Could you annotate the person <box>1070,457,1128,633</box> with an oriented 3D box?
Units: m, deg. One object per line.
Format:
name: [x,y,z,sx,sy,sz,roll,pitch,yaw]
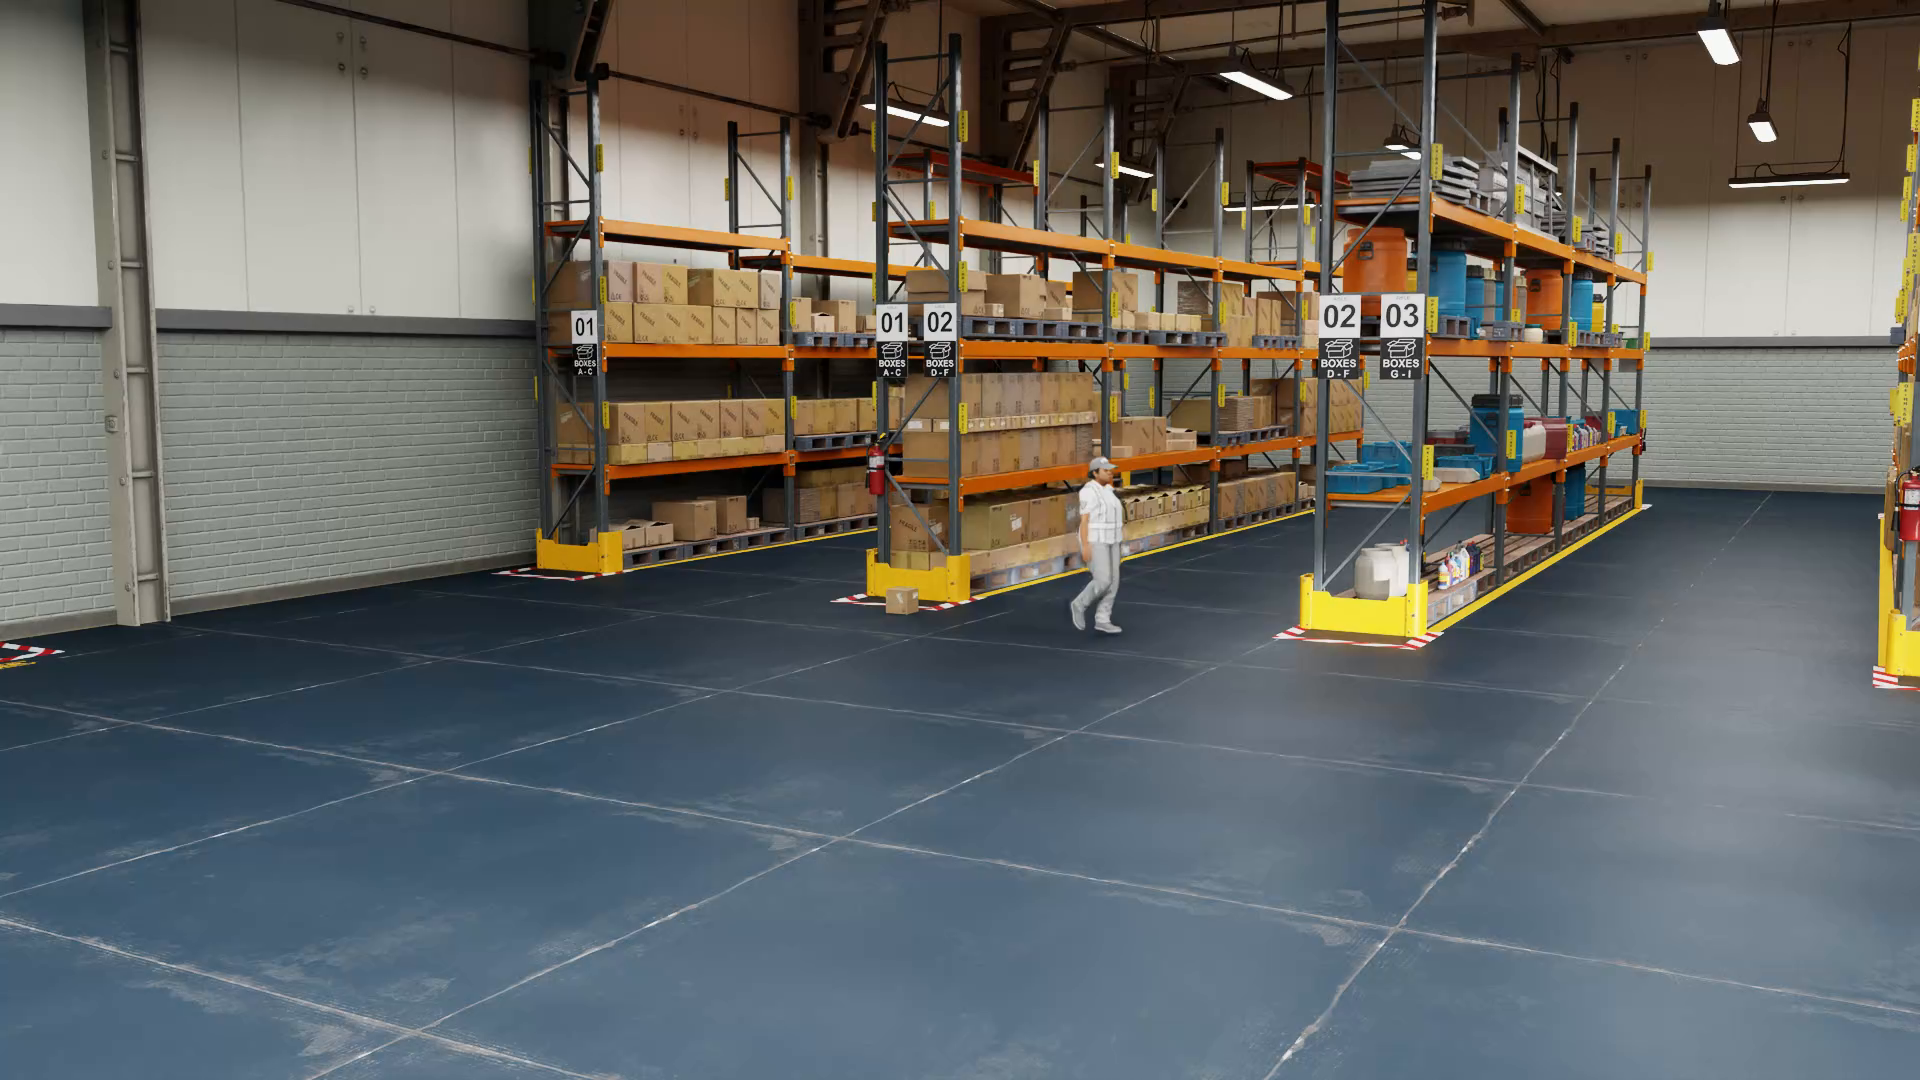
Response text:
person: [1.320,0.043,15.693,0.482,1.656,0.496,5,8,41]
